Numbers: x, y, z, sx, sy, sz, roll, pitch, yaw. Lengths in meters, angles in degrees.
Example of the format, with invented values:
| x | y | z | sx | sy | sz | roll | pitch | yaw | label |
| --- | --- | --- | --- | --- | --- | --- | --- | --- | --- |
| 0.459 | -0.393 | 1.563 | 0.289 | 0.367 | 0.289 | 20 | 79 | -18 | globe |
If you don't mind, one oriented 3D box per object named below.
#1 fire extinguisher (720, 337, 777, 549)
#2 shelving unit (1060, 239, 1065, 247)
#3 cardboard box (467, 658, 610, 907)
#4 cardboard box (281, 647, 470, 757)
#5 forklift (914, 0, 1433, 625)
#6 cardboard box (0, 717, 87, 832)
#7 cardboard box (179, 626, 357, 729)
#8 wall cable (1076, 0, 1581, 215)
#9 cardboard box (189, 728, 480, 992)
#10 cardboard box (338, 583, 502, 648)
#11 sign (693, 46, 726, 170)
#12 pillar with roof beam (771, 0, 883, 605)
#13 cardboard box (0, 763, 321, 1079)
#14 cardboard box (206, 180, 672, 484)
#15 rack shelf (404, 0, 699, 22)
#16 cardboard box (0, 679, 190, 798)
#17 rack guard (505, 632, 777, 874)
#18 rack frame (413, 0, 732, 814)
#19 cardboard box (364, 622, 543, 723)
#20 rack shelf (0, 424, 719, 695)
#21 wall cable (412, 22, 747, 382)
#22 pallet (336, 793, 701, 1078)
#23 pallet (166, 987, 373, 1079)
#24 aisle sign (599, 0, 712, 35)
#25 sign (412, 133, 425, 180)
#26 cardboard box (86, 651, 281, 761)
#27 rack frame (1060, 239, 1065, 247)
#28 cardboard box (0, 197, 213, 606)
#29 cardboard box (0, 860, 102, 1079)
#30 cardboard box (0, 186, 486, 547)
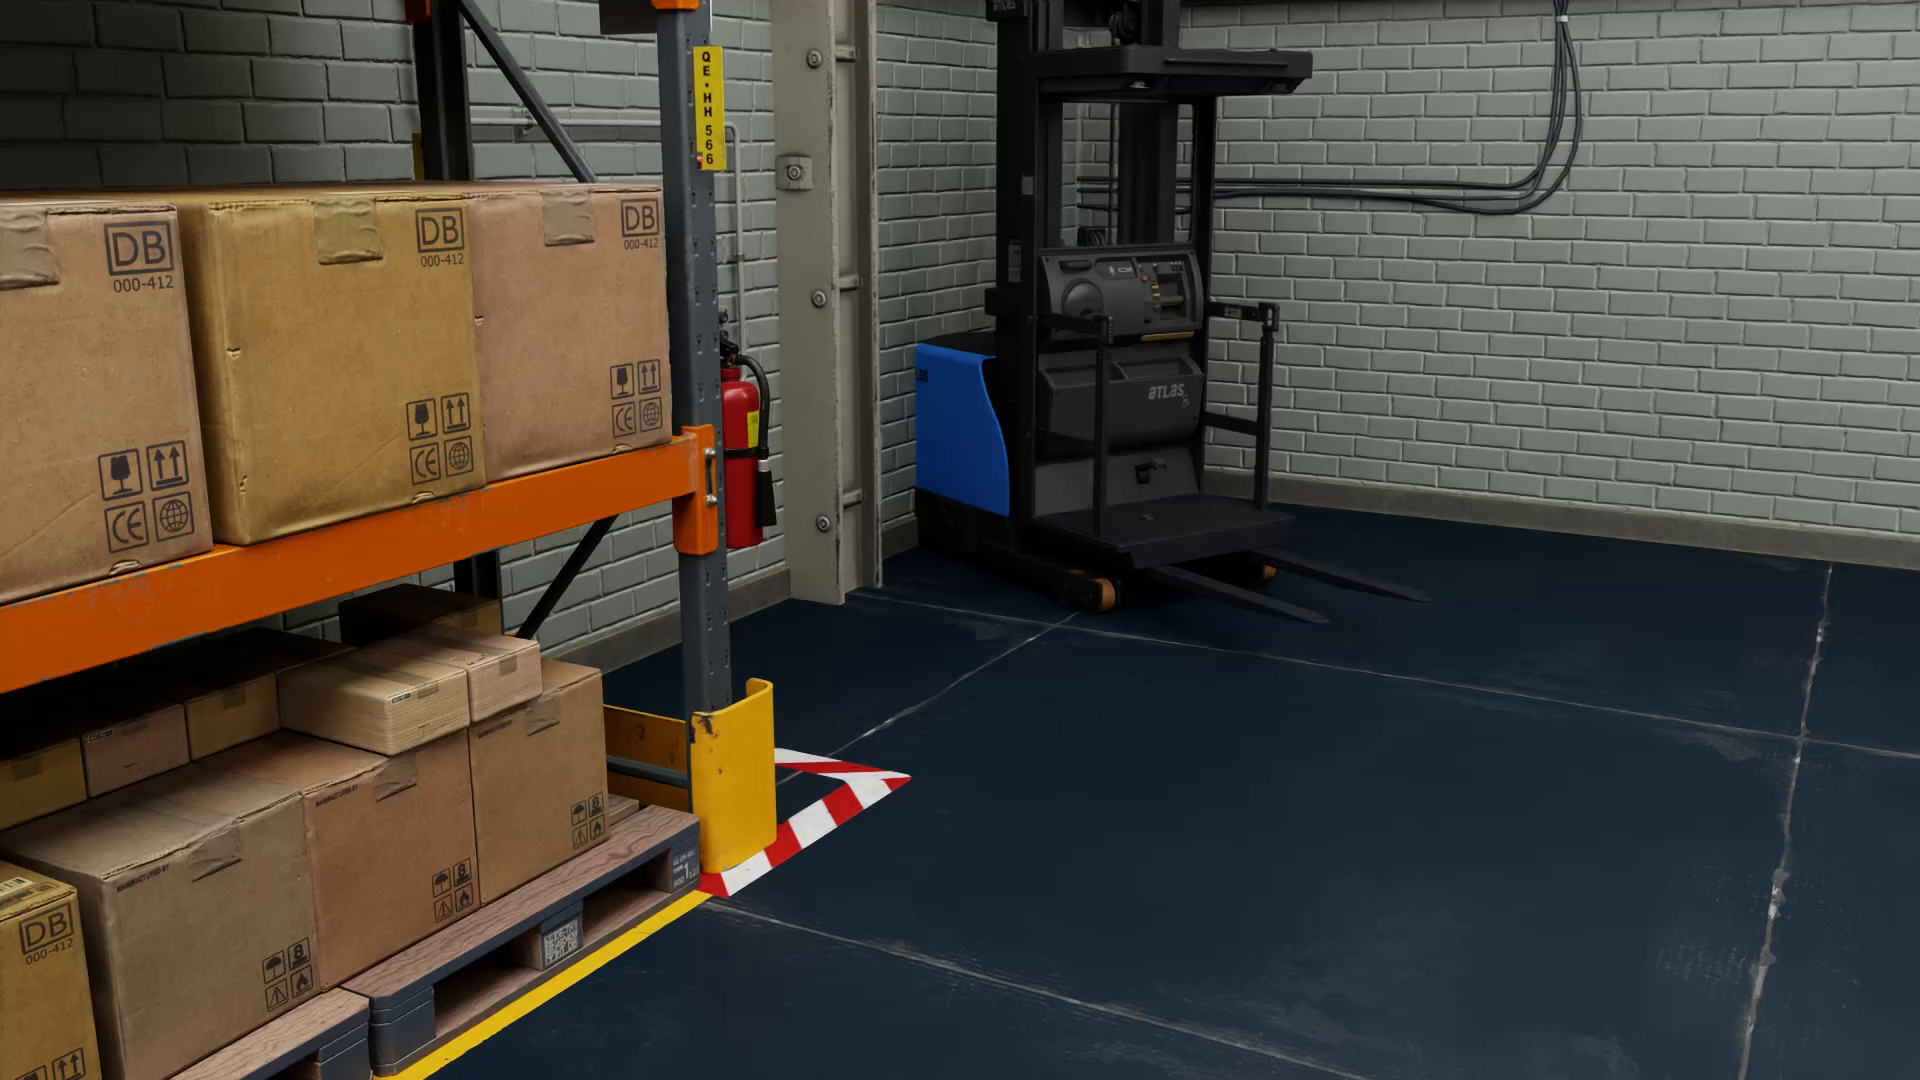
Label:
| x | y | z | sx | sy | sz | roll | pitch | yaw | label |
| --- | --- | --- | --- | --- | --- | --- | --- | --- | --- |
| -0.676 | -0.320 | 4.920 | 0.296 | 0.674 | 0.183 | 7 | 15 | 28 | fire extinguisher |
| 0.047 | -0.931 | 9.509 | 1.048 | 1.500 | 0.538 | -9 | 15 | -22 | shelving unit |
| -1.403 | 0.606 | 4.557 | 0.700 | 0.500 | 0.500 | 7 | 15 | 28 | cardboard box |
| -1.429 | 0.390 | 4.068 | 0.380 | 0.149 | 0.250 | 8 | 16 | 30 | cardboard box |
| 0.904 | -1.213 | 7.810 | 1.130 | 2.935 | 3.031 | -9 | 16 | -32 | forklift |
| -2.129 | 0.503 | 3.602 | 0.380 | 0.149 | 0.250 | 8 | 15 | 29 | cardboard box |
| -1.762 | 0.346 | 4.250 | 0.380 | 0.149 | 0.250 | 7 | 15 | 28 | cardboard box |
| 1.895 | -3.087 | 9.262 | 3.097 | 2.526 | 0.112 | 7 | 15 | 28 | wall cable |
| -1.645 | 0.709 | 4.131 | 0.700 | 0.500 | 0.500 | 7 | 15 | 28 | cardboard box |
| -1.518 | 0.242 | 4.681 | 0.380 | 0.149 | 0.250 | 7 | 15 | 28 | cardboard box |
| -0.684 | -1.174 | 4.526 | 0.100 | 0.325 | 0.005 | 7 | 15 | 28 | sign |
| 3.164 | -3.641 | 4.934 | 9.100 | 9.000 | 0.400 | 7 | 15 | 28 | pillar with roof beam |
| -1.888 | 0.812 | 3.703 | 0.700 | 0.500 | 0.500 | 7 | 15 | 26 | cardboard box |
| -1.390 | -0.600 | 4.482 | 0.980 | 0.700 | 0.700 | 8 | 16 | 31 | cardboard box |
| -2.119 | -1.258 | 2.987 | 1.077 | 0.370 | 4.000 | 7 | 15 | 28 | rack shelf |
| -2.006 | 0.450 | 3.820 | 0.380 | 0.149 | 0.250 | 8 | 16 | 29 | cardboard box |
| -1.141 | 0.650 | 5.269 | 1.175 | 0.500 | 0.348 | 7 | 15 | 28 | rack guard |
| -1.153 | -0.560 | 4.956 | 1.000 | 3.000 | 0.127 | 7 | 15 | 28 | rack frame |
| -1.306 | 0.338 | 4.286 | 0.380 | 0.149 | 0.250 | 7 | 15 | 27 | cardboard box |
| -2.119 | 0.200 | 3.338 | 1.077 | 0.370 | 4.000 | 7 | 15 | 28 | rack shelf |
| -1.362 | -1.424 | 6.371 | 0.084 | 1.984 | 1.851 | 7 | 15 | 28 | wall cable |
| -1.471 | 0.969 | 4.565 | 1.003 | 0.211 | 1.213 | 7 | 15 | 28 | pallet |
| -2.061 | 1.218 | 3.531 | 1.003 | 0.211 | 1.213 | 7 | 15 | 28 | pallet |
| -0.855 | -1.804 | 4.571 | 0.394 | 0.787 | 0.004 | 7 | 15 | 28 | aisle sign |
| -1.635 | -1.083 | 5.111 | 0.100 | 0.325 | 0.005 | 7 | 15 | 28 | sign |
| -1.884 | 0.398 | 4.037 | 0.380 | 0.149 | 0.250 | 8 | 15 | 29 | cardboard box |
| 0.511 | -1.004 | 9.703 | 0.032 | 1.500 | 0.500 | -9 | 15 | -22 | rack frame |
| -2.109 | -0.294 | 3.213 | 0.980 | 0.700 | 0.700 | 7 | 15 | 25 | cardboard box |
| -2.139 | 0.922 | 3.246 | 0.700 | 0.500 | 0.500 | 8 | 16 | 29 | cardboard box |
| -1.732 | -0.449 | 3.858 | 0.980 | 0.700 | 0.700 | 7 | 15 | 28 | cardboard box |
